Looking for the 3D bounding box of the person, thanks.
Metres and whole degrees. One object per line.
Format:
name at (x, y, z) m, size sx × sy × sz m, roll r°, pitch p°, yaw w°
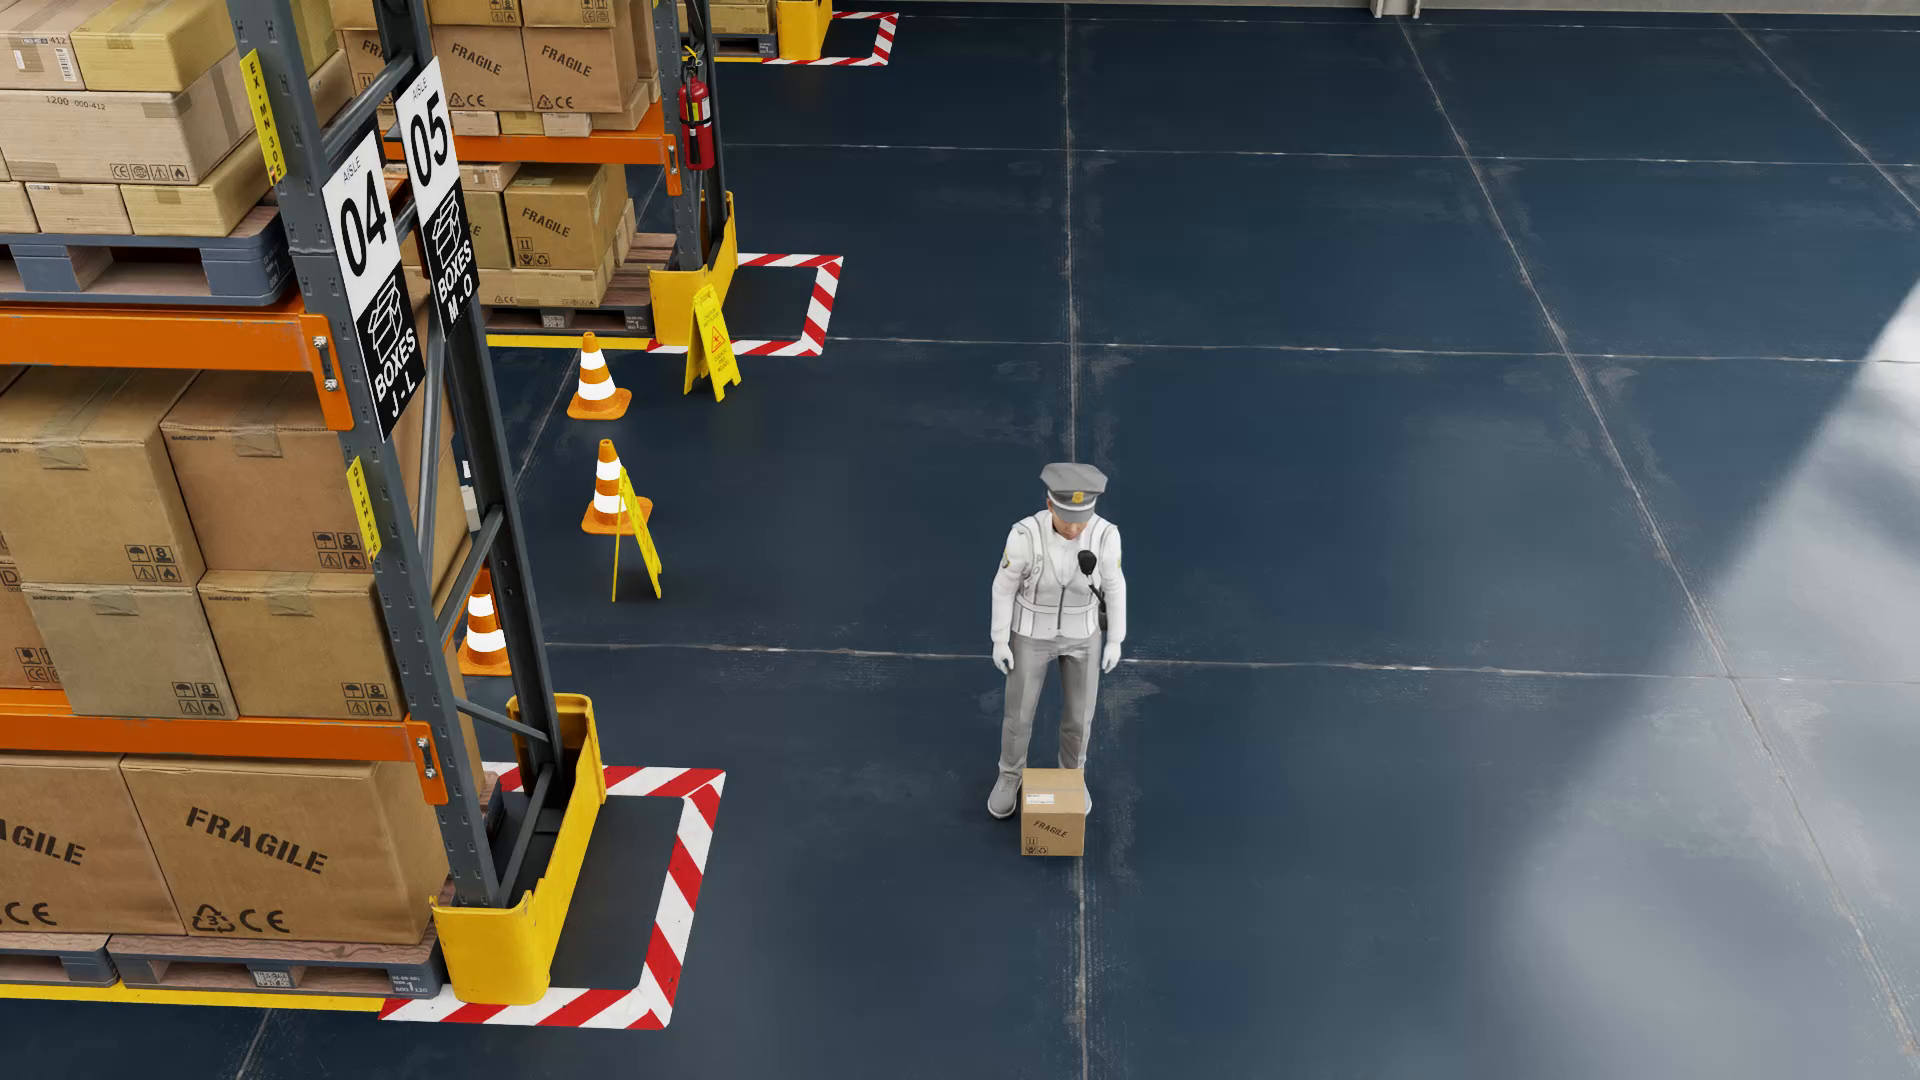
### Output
person at (0.384, 0.396, 6.566) m, size 0.539 × 1.662 × 0.373 m, roll -1°, pitch 36°, yaw -1°
